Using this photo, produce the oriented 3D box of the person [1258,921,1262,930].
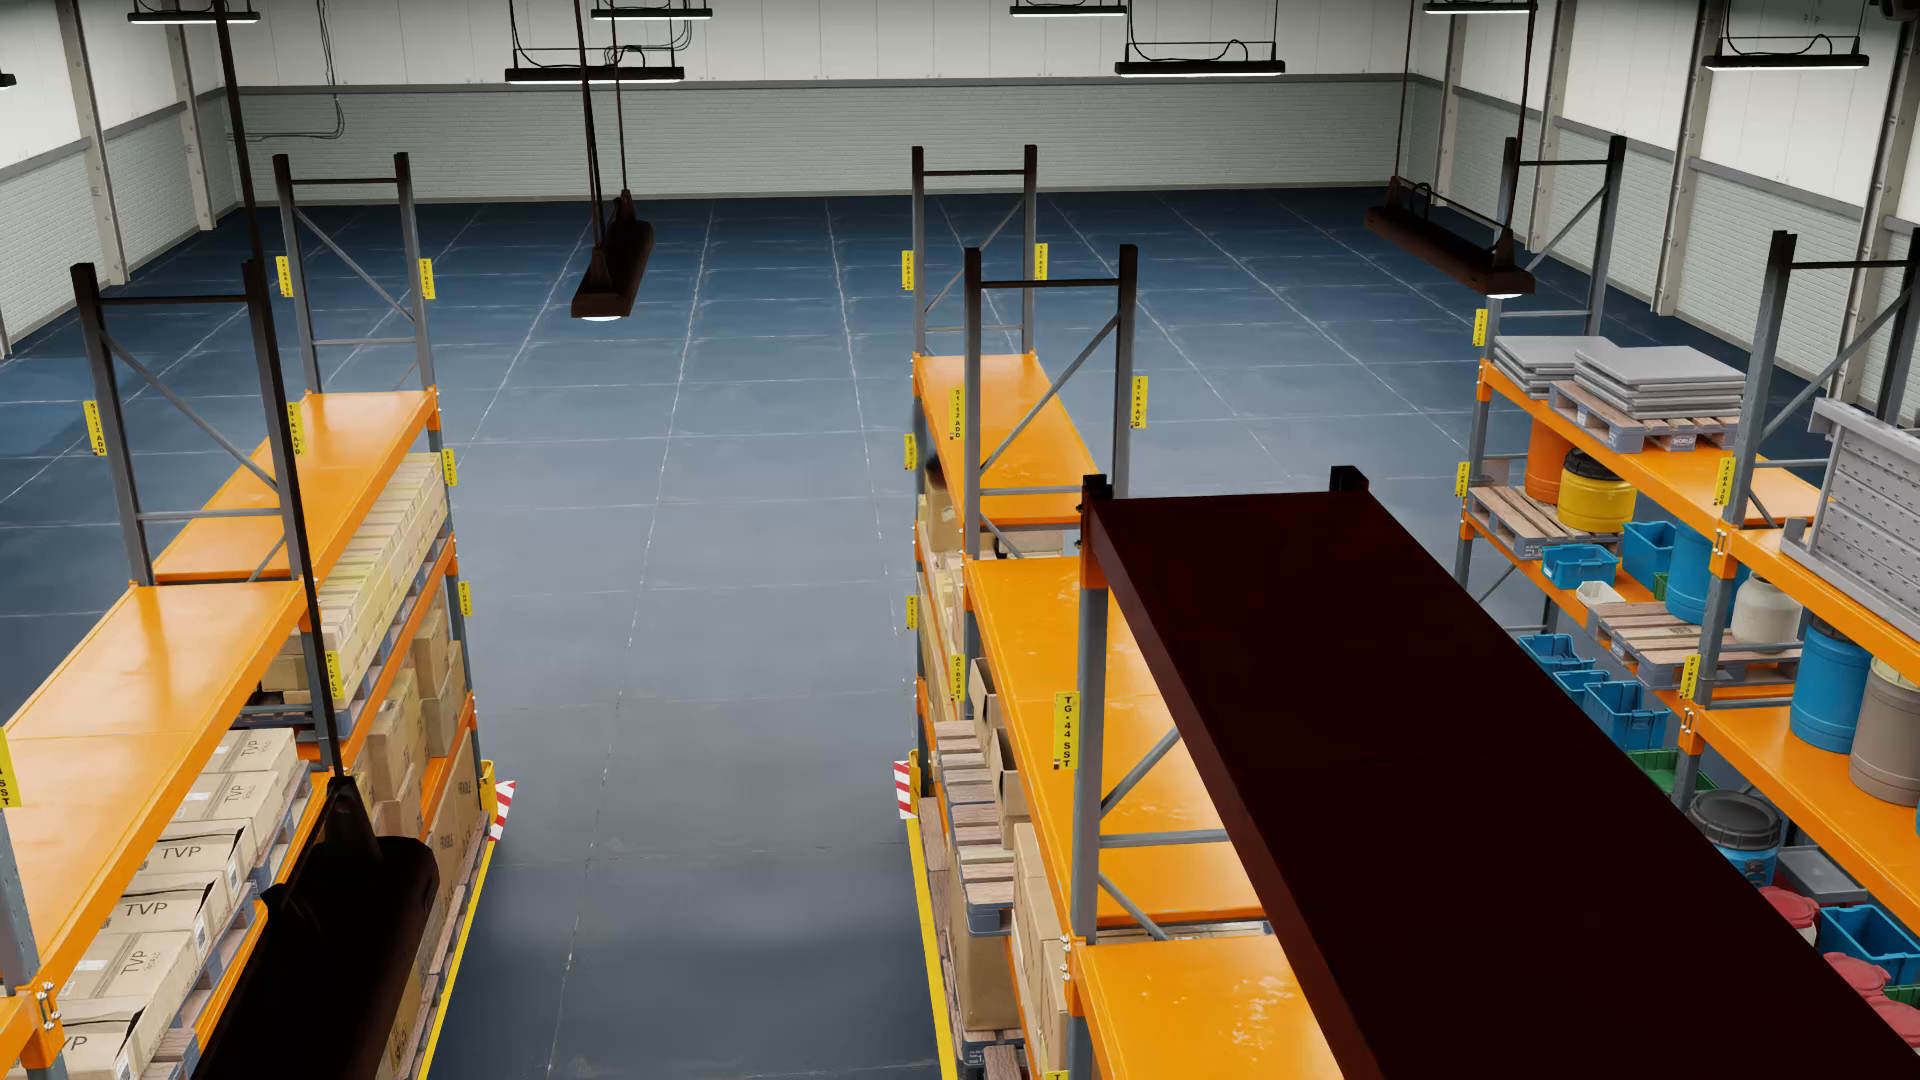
[{"bbox_3d":[1.988,2.783,12.209,0.571,1.706,1.104,0,22,0],"label":"person"}]
